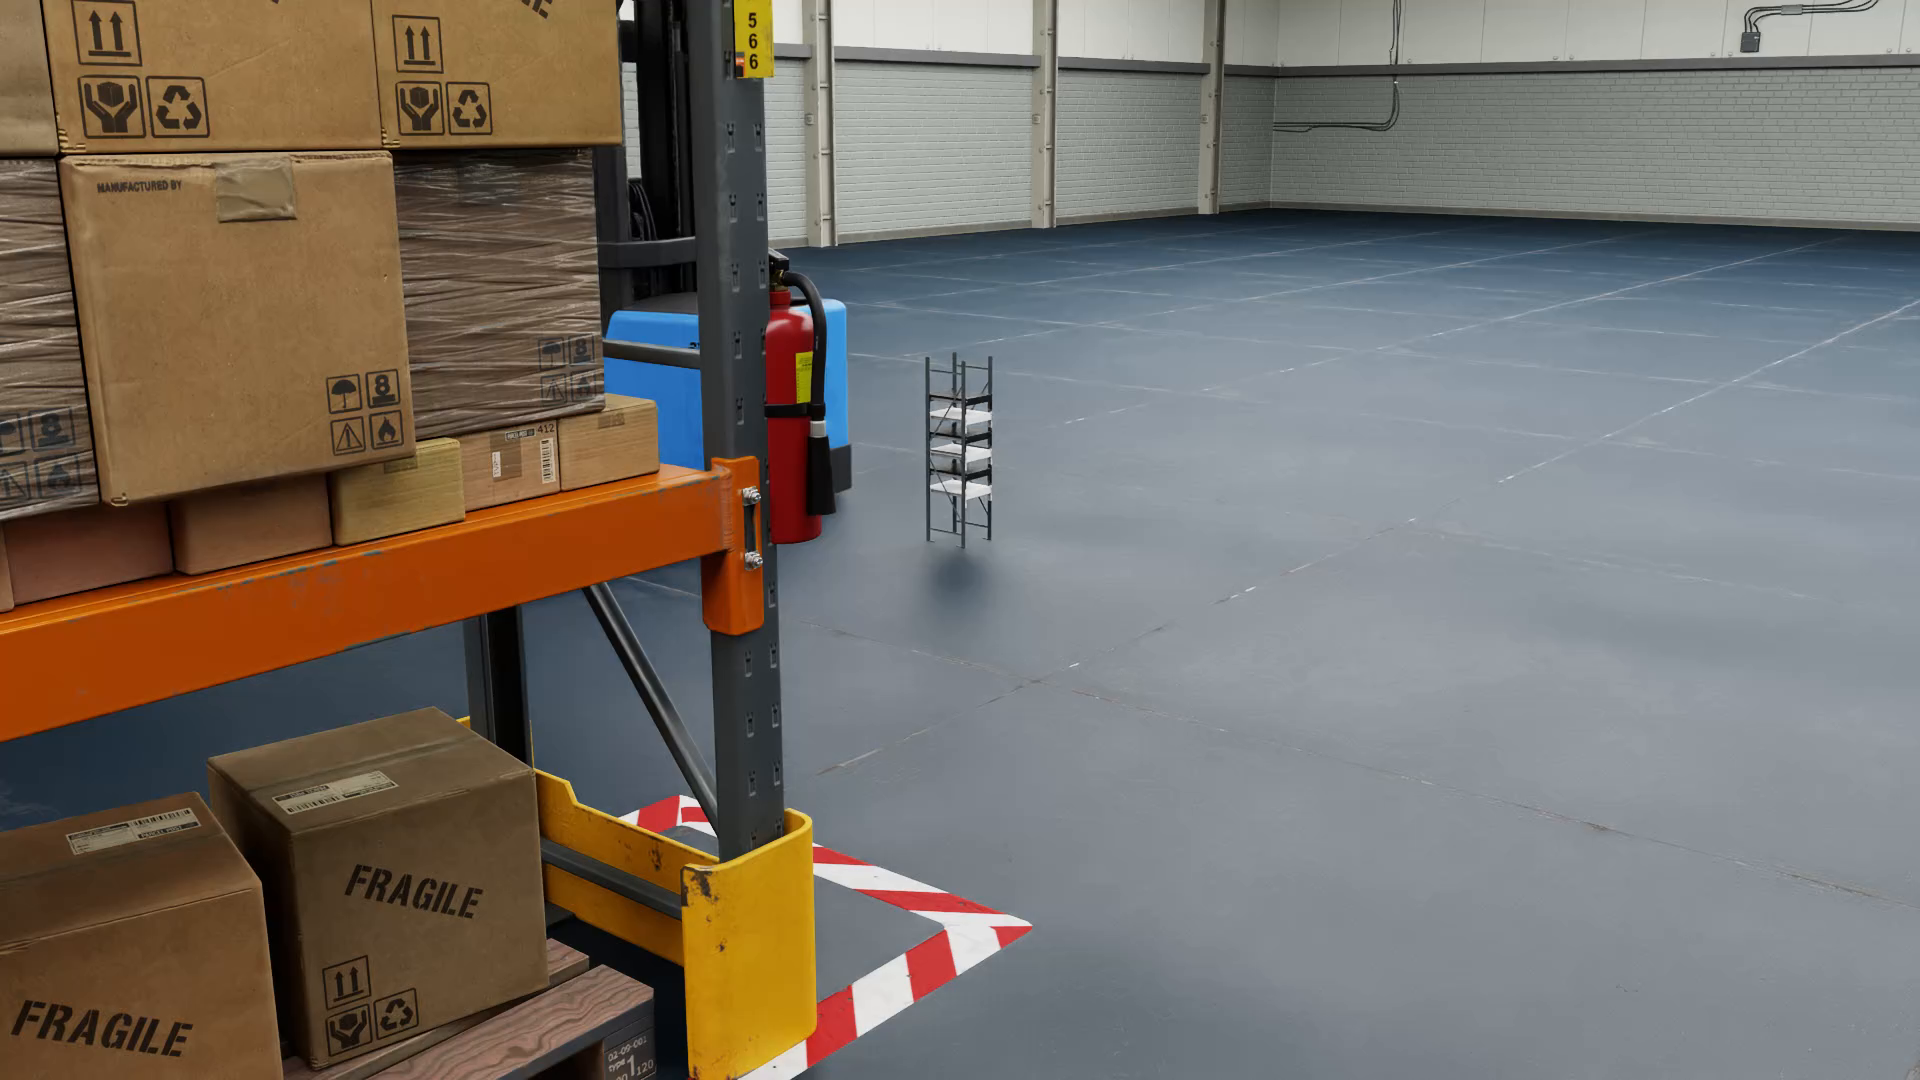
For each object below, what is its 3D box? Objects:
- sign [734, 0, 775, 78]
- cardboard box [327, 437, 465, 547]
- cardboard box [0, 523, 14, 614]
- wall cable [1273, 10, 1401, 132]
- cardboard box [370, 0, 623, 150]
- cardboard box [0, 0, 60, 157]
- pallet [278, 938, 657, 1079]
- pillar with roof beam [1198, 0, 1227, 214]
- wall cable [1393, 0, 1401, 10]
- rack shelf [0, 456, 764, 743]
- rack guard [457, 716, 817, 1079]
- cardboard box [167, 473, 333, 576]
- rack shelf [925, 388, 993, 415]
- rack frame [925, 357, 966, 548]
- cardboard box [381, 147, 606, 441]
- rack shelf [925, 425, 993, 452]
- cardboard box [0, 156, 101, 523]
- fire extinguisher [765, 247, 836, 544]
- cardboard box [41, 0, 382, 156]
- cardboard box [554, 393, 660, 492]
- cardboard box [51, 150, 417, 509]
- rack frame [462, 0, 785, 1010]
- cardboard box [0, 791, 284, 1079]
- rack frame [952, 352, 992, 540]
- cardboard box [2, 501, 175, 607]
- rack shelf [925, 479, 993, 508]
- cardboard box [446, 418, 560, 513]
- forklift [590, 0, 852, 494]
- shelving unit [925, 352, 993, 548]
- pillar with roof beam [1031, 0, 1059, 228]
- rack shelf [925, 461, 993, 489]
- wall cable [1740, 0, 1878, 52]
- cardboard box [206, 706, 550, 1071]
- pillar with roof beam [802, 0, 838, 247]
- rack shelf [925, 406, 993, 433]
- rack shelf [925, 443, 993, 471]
[{"bbox_3d":[-0.394,-1.048,3.161,0.100,0.325,0.005,11,18,38],"label":"sign"},{"bbox_3d":[-1.107,-0.111,2.978,0.380,0.149,0.250,11,18,38],"label":"cardboard box"},{"bbox_3d":[-1.605,0.027,2.434,0.380,0.149,0.250,11,18,38],"label":"cardboard box"},{"bbox_3d":[8.212,-10.238,36.452,3.097,2.526,0.112,11,18,38],"label":"wall cable"},{"bbox_3d":[-0.967,-0.957,2.959,0.500,0.500,0.500,11,18,38],"label":"cardboard box"},{"bbox_3d":[-1.593,-0.765,2.203,0.500,0.500,0.500,11,18,38],"label":"cardboard box"},{"bbox_3d":[-1.399,1.093,3.391,1.003,0.211,1.213,11,18,38],"label":"pallet"},{"bbox_3d":[8.681,-10.717,32.032,9.100,9.000,0.400,11,18,38],"label":"pillar with roof beam"},{"bbox_3d":[10.317,-12.267,34.183,3.097,2.526,0.112,11,18,38],"label":"wall cable"},{"bbox_3d":[-2.070,0.309,2.277,1.077,0.370,4.000,11,18,38],"label":"rack shelf"},{"bbox_3d":[-0.861,0.803,3.946,1.175,0.500,0.348,11,18,38],"label":"rack guard"},{"bbox_3d":[-1.276,-0.066,2.799,0.380,0.149,0.250,11,18,38],"label":"cardboard box"},{"bbox_3d":[-0.005,-0.664,7.948,0.258,0.077,0.200,11,18,38],"label":"rack shelf"},{"bbox_3d":[-0.069,-0.415,7.929,0.240,0.900,0.006,11,18,38],"label":"rack frame"},{"bbox_3d":[-1.180,-0.515,3.249,0.875,0.500,0.500,11,18,38],"label":"cardboard box"},{"bbox_3d":[-0.005,-0.490,7.992,0.258,0.077,0.200,11,18,38],"label":"rack shelf"},{"bbox_3d":[-1.749,-0.311,2.448,0.875,0.500,0.500,11,18,38],"label":"cardboard box"},{"bbox_3d":[-0.383,-0.336,3.511,0.296,0.674,0.183,11,18,38],"label":"fire extinguisher"},{"bbox_3d":[-1.277,-0.860,2.578,0.500,0.500,0.500,11,18,38],"label":"cardboard box"},{"bbox_3d":[-0.832,-0.215,3.386,0.380,0.149,0.250,11,18,38],"label":"cardboard box"},{"bbox_3d":[-1.401,-0.400,2.799,0.875,0.500,0.500,11,18,38],"label":"cardboard box"},{"bbox_3d":[-0.813,-0.423,3.696,1.000,3.000,0.127,11,18,38],"label":"rack frame"},{"bbox_3d":[-1.568,0.822,3.020,0.500,0.500,0.500,-10,17,-35],"label":"cardboard box"},{"bbox_3d":[0.059,-0.454,8.083,0.240,0.900,0.006,11,18,38],"label":"rack frame"},{"bbox_3d":[-1.465,-0.024,2.636,0.380,0.149,0.250,11,18,38],"label":"cardboard box"},{"bbox_3d":[-0.005,-0.228,8.059,0.258,0.077,0.200,11,18,38],"label":"rack shelf"},{"bbox_3d":[-0.989,-0.167,3.198,0.380,0.149,0.250,11,18,38],"label":"cardboard box"},{"bbox_3d":[-2.136,-1.697,8.852,3.031,2.935,1.130,7,16,25],"label":"forklift"},{"bbox_3d":[-0.005,-0.435,8.006,0.258,0.900,0.210,11,18,38],"label":"shelving unit"},{"bbox_3d":[4.910,-9.568,27.509,9.100,9.000,0.400,11,18,38],"label":"pillar with roof beam"},{"bbox_3d":[-0.005,-0.315,8.036,0.258,0.077,0.200,11,18,38],"label":"rack shelf"},{"bbox_3d":[15.586,-11.919,29.856,2.305,6.003,0.169,11,18,38],"label":"wall cable"},{"bbox_3d":[-1.219,0.702,3.491,0.500,0.500,0.500,-12,18,-39],"label":"cardboard box"},{"bbox_3d":[1.139,-8.419,22.986,9.100,9.000,0.400,11,18,38],"label":"pillar with roof beam"},{"bbox_3d":[-0.005,-0.577,7.970,0.258,0.077,0.200,11,18,38],"label":"rack shelf"},{"bbox_3d":[-0.005,-0.402,8.014,0.258,0.077,0.200,11,18,38],"label":"rack shelf"}]
